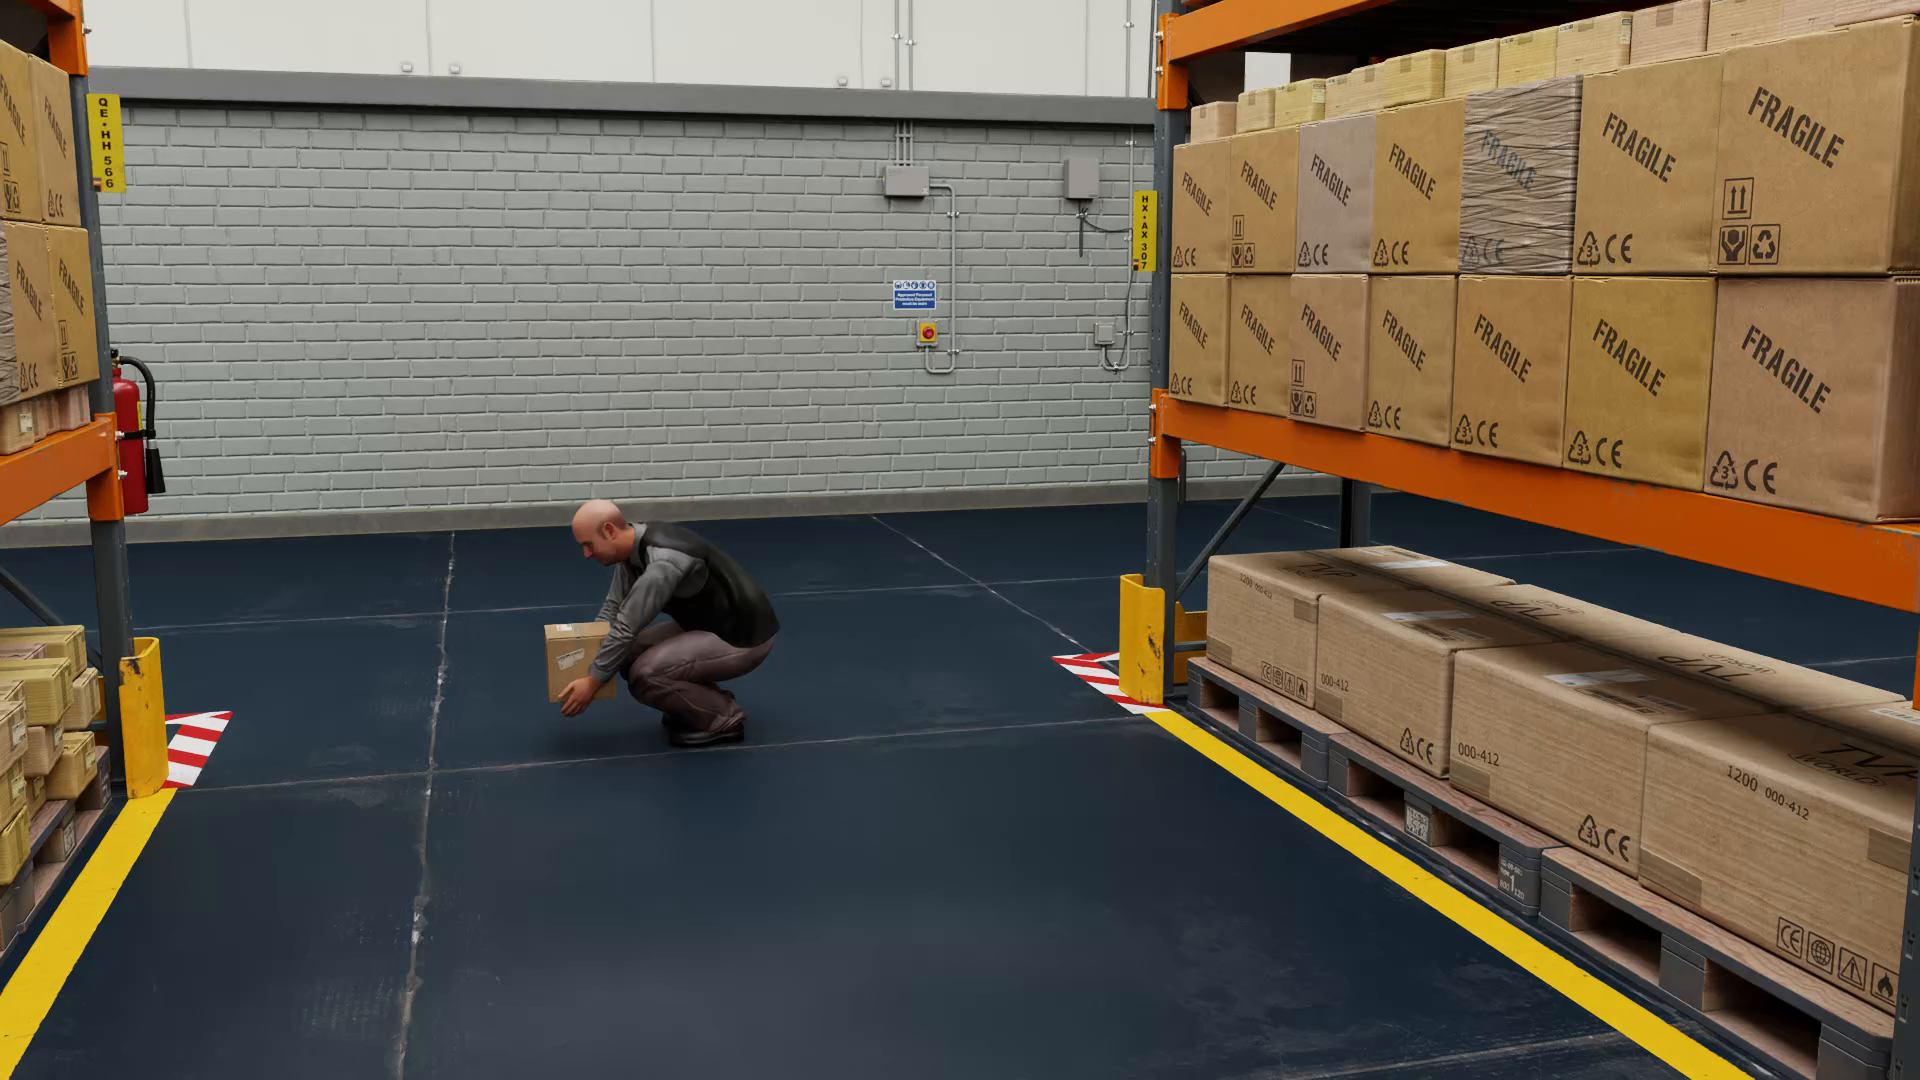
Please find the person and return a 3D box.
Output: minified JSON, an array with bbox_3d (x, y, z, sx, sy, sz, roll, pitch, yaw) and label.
[{"bbox_3d":[-1.141,0.308,6.480,0.860,0.959,0.530,-3,10,-16],"label":"person"}]
